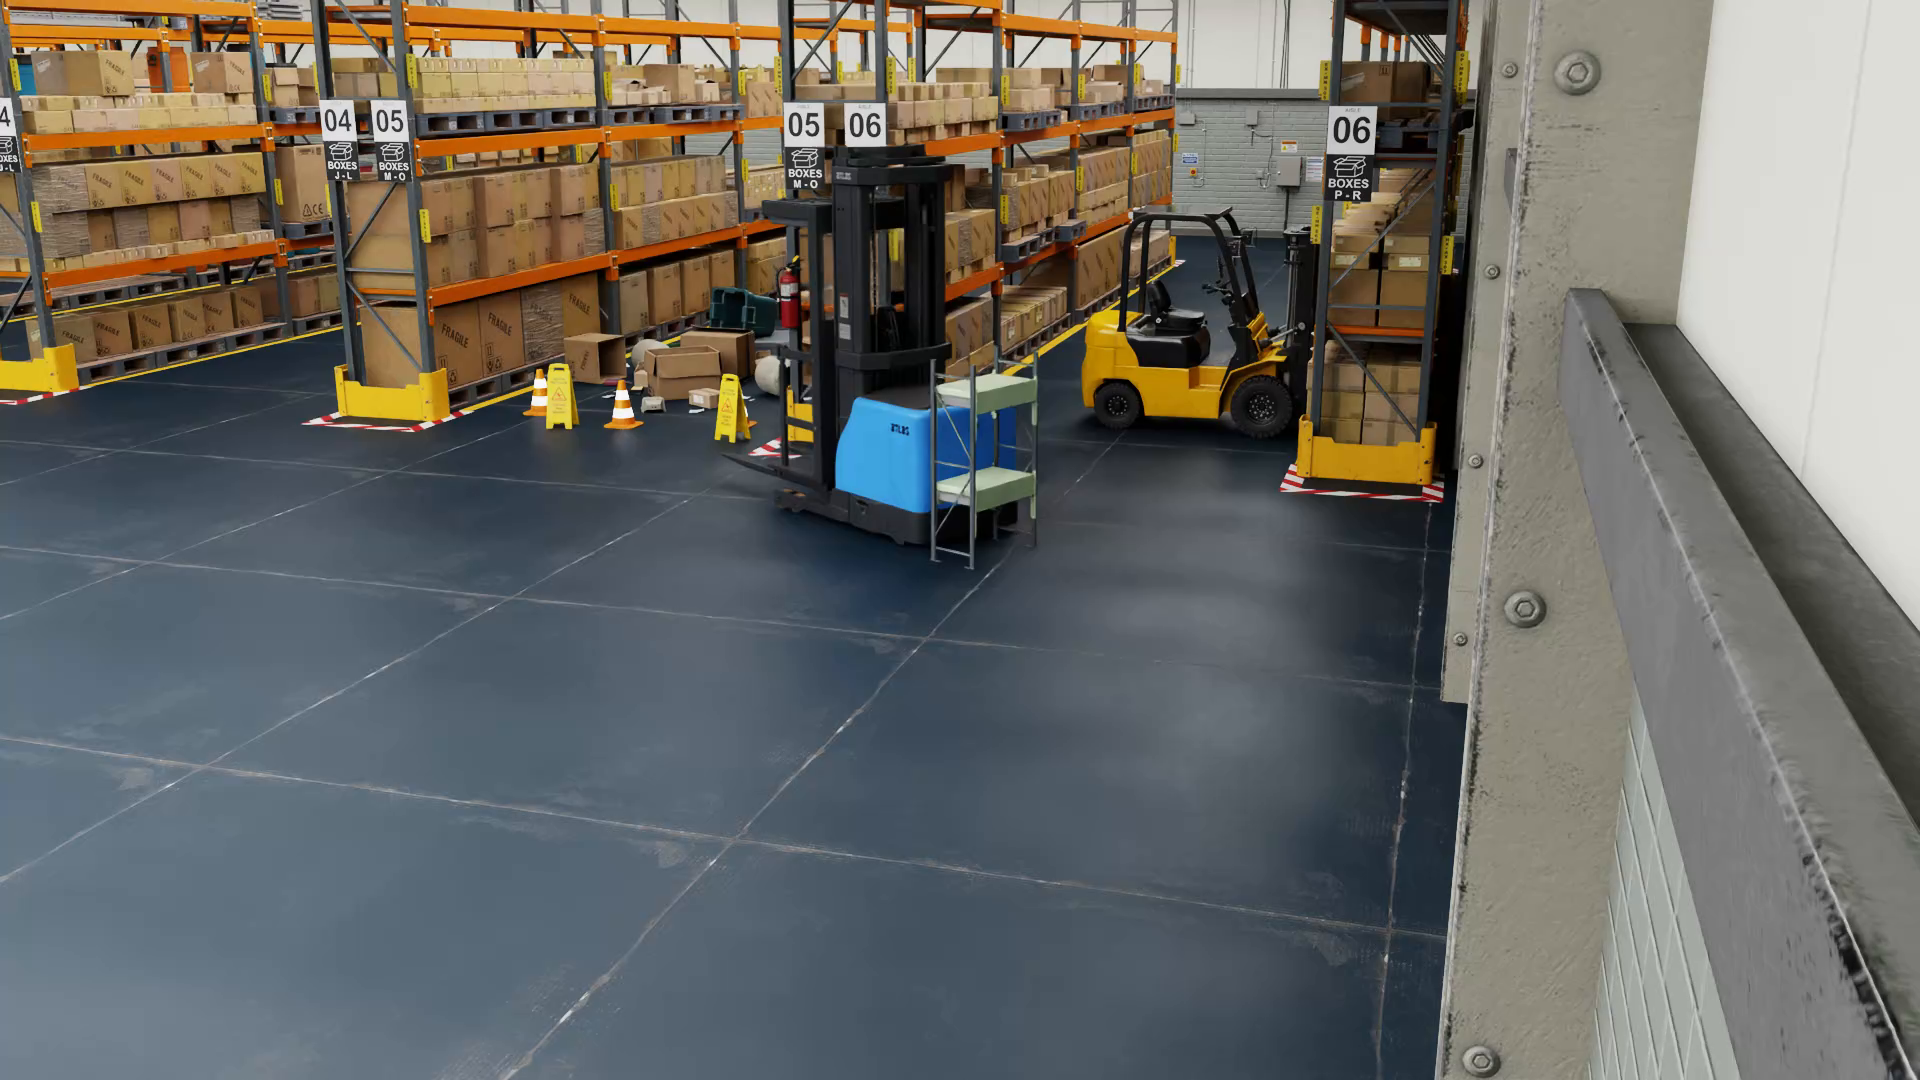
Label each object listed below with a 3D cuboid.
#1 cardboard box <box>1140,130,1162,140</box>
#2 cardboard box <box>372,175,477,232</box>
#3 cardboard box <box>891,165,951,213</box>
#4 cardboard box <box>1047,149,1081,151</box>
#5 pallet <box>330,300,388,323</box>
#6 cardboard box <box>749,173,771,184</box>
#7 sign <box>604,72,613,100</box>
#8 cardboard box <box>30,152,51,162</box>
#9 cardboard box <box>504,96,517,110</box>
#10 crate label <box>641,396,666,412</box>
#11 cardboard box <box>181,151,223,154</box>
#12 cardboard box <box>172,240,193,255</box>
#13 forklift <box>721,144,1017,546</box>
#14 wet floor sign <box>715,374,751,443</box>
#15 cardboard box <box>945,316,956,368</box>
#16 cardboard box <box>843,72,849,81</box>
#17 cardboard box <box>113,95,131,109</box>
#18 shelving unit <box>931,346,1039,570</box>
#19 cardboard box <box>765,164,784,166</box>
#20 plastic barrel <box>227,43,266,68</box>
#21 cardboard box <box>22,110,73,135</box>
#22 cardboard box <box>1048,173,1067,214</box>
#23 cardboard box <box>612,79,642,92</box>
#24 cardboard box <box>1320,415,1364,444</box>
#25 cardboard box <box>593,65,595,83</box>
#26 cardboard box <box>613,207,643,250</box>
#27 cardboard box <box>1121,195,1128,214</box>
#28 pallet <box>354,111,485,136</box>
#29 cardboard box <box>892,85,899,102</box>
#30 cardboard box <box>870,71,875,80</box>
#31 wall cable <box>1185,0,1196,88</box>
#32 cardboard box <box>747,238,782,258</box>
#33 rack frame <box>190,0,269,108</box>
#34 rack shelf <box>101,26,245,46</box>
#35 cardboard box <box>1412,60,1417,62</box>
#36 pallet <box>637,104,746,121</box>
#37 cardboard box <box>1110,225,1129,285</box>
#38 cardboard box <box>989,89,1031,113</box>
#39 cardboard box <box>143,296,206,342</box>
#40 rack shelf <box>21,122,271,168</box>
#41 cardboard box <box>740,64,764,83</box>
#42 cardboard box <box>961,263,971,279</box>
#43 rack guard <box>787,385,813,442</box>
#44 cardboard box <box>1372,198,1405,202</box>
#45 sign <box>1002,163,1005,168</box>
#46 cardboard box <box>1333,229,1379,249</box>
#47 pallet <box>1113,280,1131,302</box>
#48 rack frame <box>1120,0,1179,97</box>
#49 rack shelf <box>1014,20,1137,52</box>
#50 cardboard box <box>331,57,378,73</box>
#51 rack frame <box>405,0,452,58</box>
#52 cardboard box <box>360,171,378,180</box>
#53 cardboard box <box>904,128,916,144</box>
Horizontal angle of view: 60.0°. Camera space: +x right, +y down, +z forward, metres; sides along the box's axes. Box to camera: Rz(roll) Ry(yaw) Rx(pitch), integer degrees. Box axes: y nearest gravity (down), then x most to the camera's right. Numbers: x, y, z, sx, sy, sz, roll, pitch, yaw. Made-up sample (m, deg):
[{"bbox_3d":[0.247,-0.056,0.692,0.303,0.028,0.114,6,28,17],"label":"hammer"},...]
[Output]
[{"bbox_3d":[3.335,-7.113,29.205,0.380,0.149,0.250,5,17,17],"label":"cardboard box"},{"bbox_3d":[-5.713,-3.594,17.750,0.875,0.550,0.550,5,16,16],"label":"cardboard box"},{"bbox_3d":[-0.512,-3.889,18.481,0.700,0.500,0.500,5,17,16],"label":"cardboard box"},{"bbox_3d":[1.597,-5.710,25.446,0.500,0.500,0.500,4,16,14],"label":"cardboard box"},{"bbox_3d":[-8.949,-3.397,24.421,1.003,0.211,1.213,5,16,16],"label":"pallet"},{"bbox_3d":[-3.110,-5.527,25.420,0.380,0.149,0.250,4,16,14],"label":"cardboard box"},{"bbox_3d":[-4.255,-5.491,20.103,0.100,0.325,0.005,5,16,16],"label":"sign"},{"bbox_3d":[-17.180,-6.860,30.566,0.700,0.500,0.500,1,16,2],"label":"cardboard box"},{"bbox_3d":[-5.089,-4.791,18.236,0.380,0.149,0.250,5,17,16],"label":"cardboard box"},{"bbox_3d":[-3.261,-1.443,17.666,0.250,0.136,0.298,-4,16,-13],"label":"crate label"},{"bbox_3d":[-9.885,-4.789,21.657,0.500,0.500,0.500,5,16,16],"label":"cardboard box"},{"bbox_3d":[-9.733,-3.624,20.569,0.380,0.149,0.250,5,16,16],"label":"cardboard box"},{"bbox_3d":[-0.886,-1.705,13.469,1.130,2.935,3.031,-13,20,-38],"label":"forklift"},{"bbox_3d":[-2.229,-1.301,16.232,0.267,0.644,0.232,11,19,35],"label":"wet floor sign"},{"bbox_3d":[-0.354,-2.104,17.644,0.500,0.500,0.500,5,17,17],"label":"cardboard box"},{"bbox_3d":[-2.089,-7.826,28.055,0.380,0.149,0.250,4,16,13],"label":"cardboard box"},{"bbox_3d":[-9.948,-5.123,19.441,0.380,0.149,0.250,4,16,13],"label":"cardboard box"},{"bbox_3d":[0.183,-0.614,12.247,0.431,1.500,0.755,13,20,38],"label":"shelving unit"},{"bbox_3d":[-3.067,-6.197,27.781,0.380,0.149,0.250,6,17,19],"label":"cardboard box"},{"bbox_3d":[-12.328,-8.120,28.775,0.600,0.901,0.708,5,16,16],"label":"plastic barrel"},{"bbox_3d":[-10.266,-4.645,18.488,0.500,0.250,0.500,5,17,18],"label":"cardboard box"},{"bbox_3d":[1.125,-4.610,22.086,0.500,0.500,0.500,4,16,15],"label":"cardboard box"},{"bbox_3d":[-4.500,-5.930,21.952,0.500,0.311,0.500,4,16,14],"label":"cardboard box"},{"bbox_3d":[3.442,-1.043,15.278,0.500,0.250,0.500,5,17,16],"label":"cardboard box"},{"bbox_3d":[-6.918,-8.399,30.311,0.700,0.500,0.500,6,17,19],"label":"cardboard box"},{"bbox_3d":[-4.380,-3.969,21.141,0.500,0.500,0.500,5,17,16],"label":"cardboard box"},{"bbox_3d":[2.375,-5.330,26.400,0.500,0.250,0.500,4,16,15],"label":"cardboard box"},{"bbox_3d":[-5.723,-4.353,17.344,1.003,0.211,1.213,5,16,16],"label":"pallet"},{"bbox_3d":[-0.796,-4.250,15.819,0.380,0.149,0.250,5,16,16],"label":"cardboard box"},{"bbox_3d":[-1.717,-8.167,29.257,0.380,0.149,0.250,4,16,14],"label":"cardboard box"},{"bbox_3d":[4.744,-10.982,35.057,0.463,3.000,0.029,5,16,16],"label":"wall cable"},{"bbox_3d":[-3.078,-4.505,25.652,0.500,0.250,0.500,4,16,15],"label":"cardboard box"},{"bbox_3d":[-9.514,-7.101,21.374,1.000,3.000,0.127,5,16,16],"label":"rack frame"},{"bbox_3d":[-16.169,-10.139,33.408,1.077,0.370,4.000,5,16,16],"label":"rack shelf"},{"bbox_3d":[6.601,-7.019,24.783,0.396,0.266,0.258,4,16,15],"label":"cardboard box"},{"bbox_3d":[-3.783,-6.030,23.441,1.213,0.211,1.003,5,17,18],"label":"pallet"},{"bbox_3d":[2.162,-4.551,26.501,0.875,0.875,0.875,5,17,18],"label":"cardboard box"},{"bbox_3d":[0.538,-5.141,19.467,0.500,0.250,0.500,4,16,14],"label":"cardboard box"},{"bbox_3d":[-9.923,-2.794,20.994,0.500,0.500,0.500,3,16,11],"label":"cardboard box"},{"bbox_3d":[-10.082,-4.789,20.037,1.077,0.370,4.000,5,16,16],"label":"rack shelf"},{"bbox_3d":[-3.125,-6.929,24.679,0.396,0.266,0.258,5,16,16],"label":"cardboard box"},{"bbox_3d":[-0.097,-2.952,18.200,0.380,0.149,0.250,4,16,15],"label":"cardboard box"},{"bbox_3d":[-1.128,-1.217,16.205,1.175,0.500,0.348,5,16,16],"label":"rack guard"},{"bbox_3d":[5.283,-4.132,20.529,0.380,0.149,0.250,5,17,16],"label":"cardboard box"},{"bbox_3d":[0.591,-5.092,23.164,0.100,0.325,0.005,5,16,16],"label":"sign"},{"bbox_3d":[3.551,-2.696,14.921,0.380,0.149,0.250,5,16,16],"label":"cardboard box"},{"bbox_3d":[2.114,-3.990,26.511,1.003,0.211,1.213,5,16,16],"label":"pallet"},{"bbox_3d":[3.398,-9.472,29.733,1.000,3.000,0.127,5,16,16],"label":"rack frame"},{"bbox_3d":[1.693,-7.364,24.352,1.077,0.370,4.000,5,16,16],"label":"rack shelf"},{"bbox_3d":[-6.153,-4.828,16.903,0.380,0.149,0.250,5,17,16],"label":"cardboard box"},{"bbox_3d":[-10.852,-10.625,33.797,1.000,3.000,0.127,5,16,16],"label":"rack frame"},{"bbox_3d":[-8.555,-5.213,24.760,0.700,0.500,0.500,7,17,24],"label":"cardboard box"},{"bbox_3d":[-0.647,-3.926,16.138,0.380,0.149,0.250,5,17,17],"label":"cardboard box"}]
